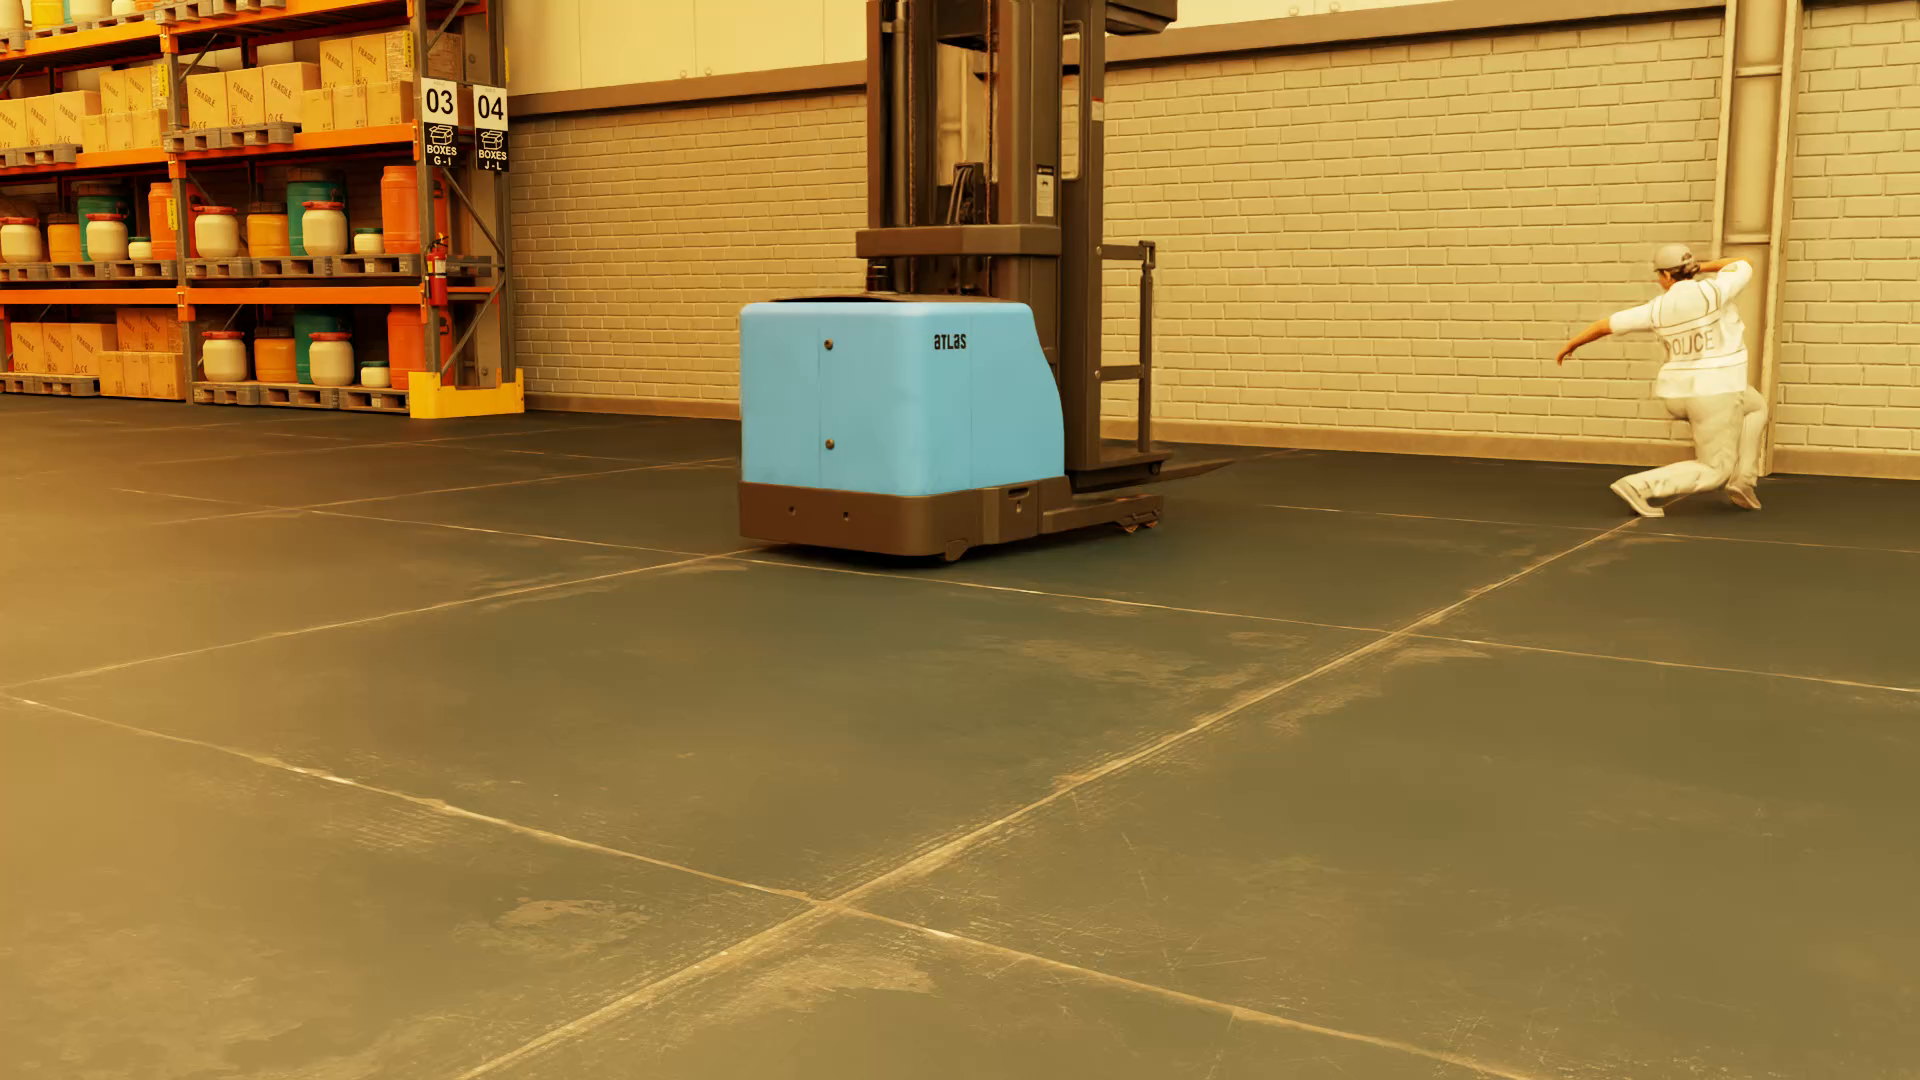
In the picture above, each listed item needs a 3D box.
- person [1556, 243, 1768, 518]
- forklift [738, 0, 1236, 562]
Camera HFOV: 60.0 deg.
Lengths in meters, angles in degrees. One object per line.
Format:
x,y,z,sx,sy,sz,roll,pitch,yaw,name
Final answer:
3.710,-0.836,8.677,0.933,1.391,0.919,-3,9,-21,person
0.329,-1.523,7.906,1.130,2.935,3.031,6,10,37,forklift
